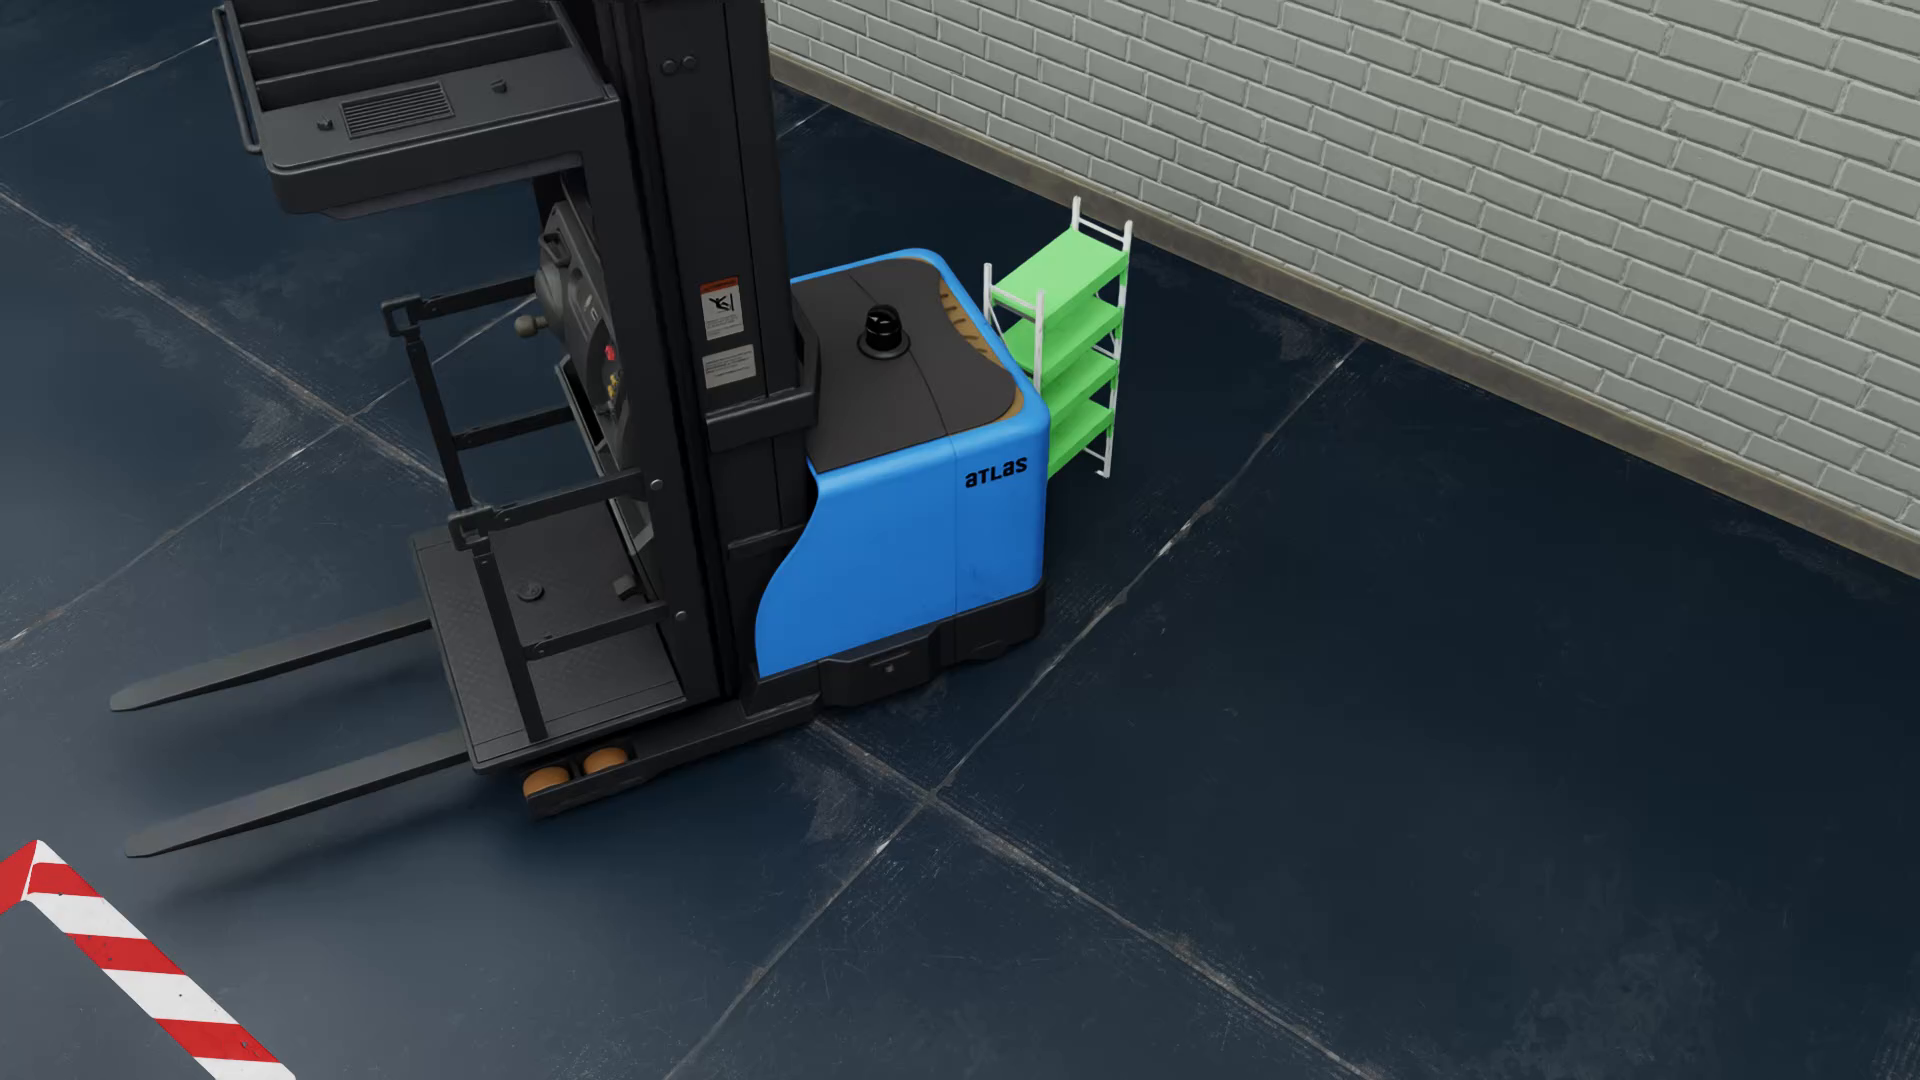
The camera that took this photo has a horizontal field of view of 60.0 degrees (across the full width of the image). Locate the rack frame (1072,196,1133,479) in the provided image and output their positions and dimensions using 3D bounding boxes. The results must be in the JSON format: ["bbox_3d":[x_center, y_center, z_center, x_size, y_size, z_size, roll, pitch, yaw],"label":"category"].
[{"bbox_3d":[0.486,-0.711,6.100,0.240,1.200,0.015,31,54,26],"label":"rack frame"}]

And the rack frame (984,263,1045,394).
[{"bbox_3d":[0.177,-0.438,5.839,0.240,1.200,0.015,31,54,26],"label":"rack frame"}]

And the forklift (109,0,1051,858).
[{"bbox_3d":[-1.267,-0.557,4.755,3.031,2.935,1.130,-17,49,-16],"label":"forklift"}]

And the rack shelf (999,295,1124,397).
[{"bbox_3d":[0.332,-0.696,5.842,0.258,0.148,0.480,31,54,26],"label":"rack shelf"}]

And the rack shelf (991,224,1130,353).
[{"bbox_3d":[0.332,-0.862,5.668,0.258,0.148,0.480,31,54,26],"label":"rack shelf"}]

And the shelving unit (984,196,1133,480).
[{"bbox_3d":[0.332,-0.575,5.969,0.258,1.200,0.503,31,54,26],"label":"shelving unit"}]

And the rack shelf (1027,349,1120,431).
[{"bbox_3d":[0.332,-0.531,6.016,0.258,0.148,0.480,31,54,26],"label":"rack shelf"}]

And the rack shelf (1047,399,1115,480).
[{"bbox_3d":[0.332,-0.365,6.189,0.258,0.148,0.480,31,54,26],"label":"rack shelf"}]
